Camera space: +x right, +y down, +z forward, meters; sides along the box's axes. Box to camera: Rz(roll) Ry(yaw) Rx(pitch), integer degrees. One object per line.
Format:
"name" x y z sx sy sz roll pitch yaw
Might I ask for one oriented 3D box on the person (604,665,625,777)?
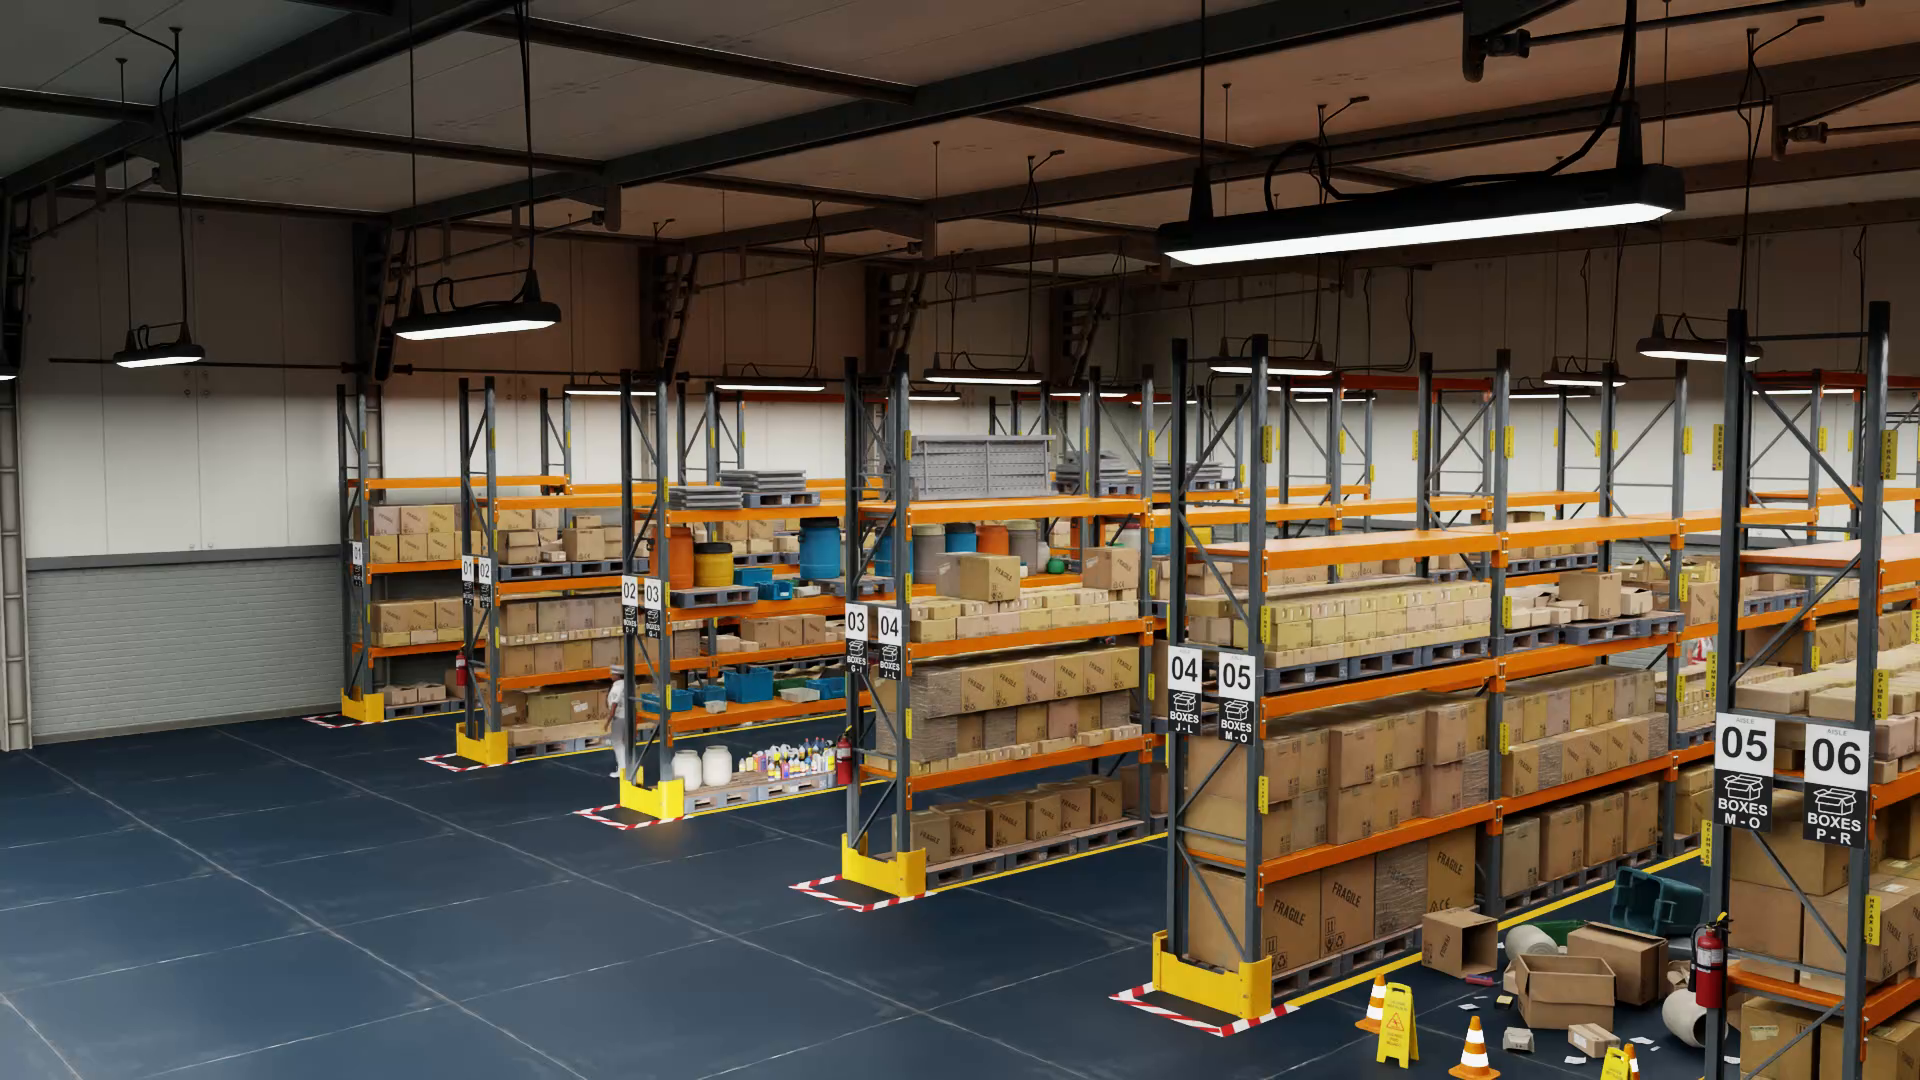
"person" -5.080 2.736 24.793 0.369 1.770 0.513 1 4 10

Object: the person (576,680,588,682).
"person" -7.121 2.403 30.861 0.513 1.507 0.432 -2 4 -30

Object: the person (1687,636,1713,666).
"person" 13.292 2.302 29.945 0.613 1.781 0.687 -1 4 -20
